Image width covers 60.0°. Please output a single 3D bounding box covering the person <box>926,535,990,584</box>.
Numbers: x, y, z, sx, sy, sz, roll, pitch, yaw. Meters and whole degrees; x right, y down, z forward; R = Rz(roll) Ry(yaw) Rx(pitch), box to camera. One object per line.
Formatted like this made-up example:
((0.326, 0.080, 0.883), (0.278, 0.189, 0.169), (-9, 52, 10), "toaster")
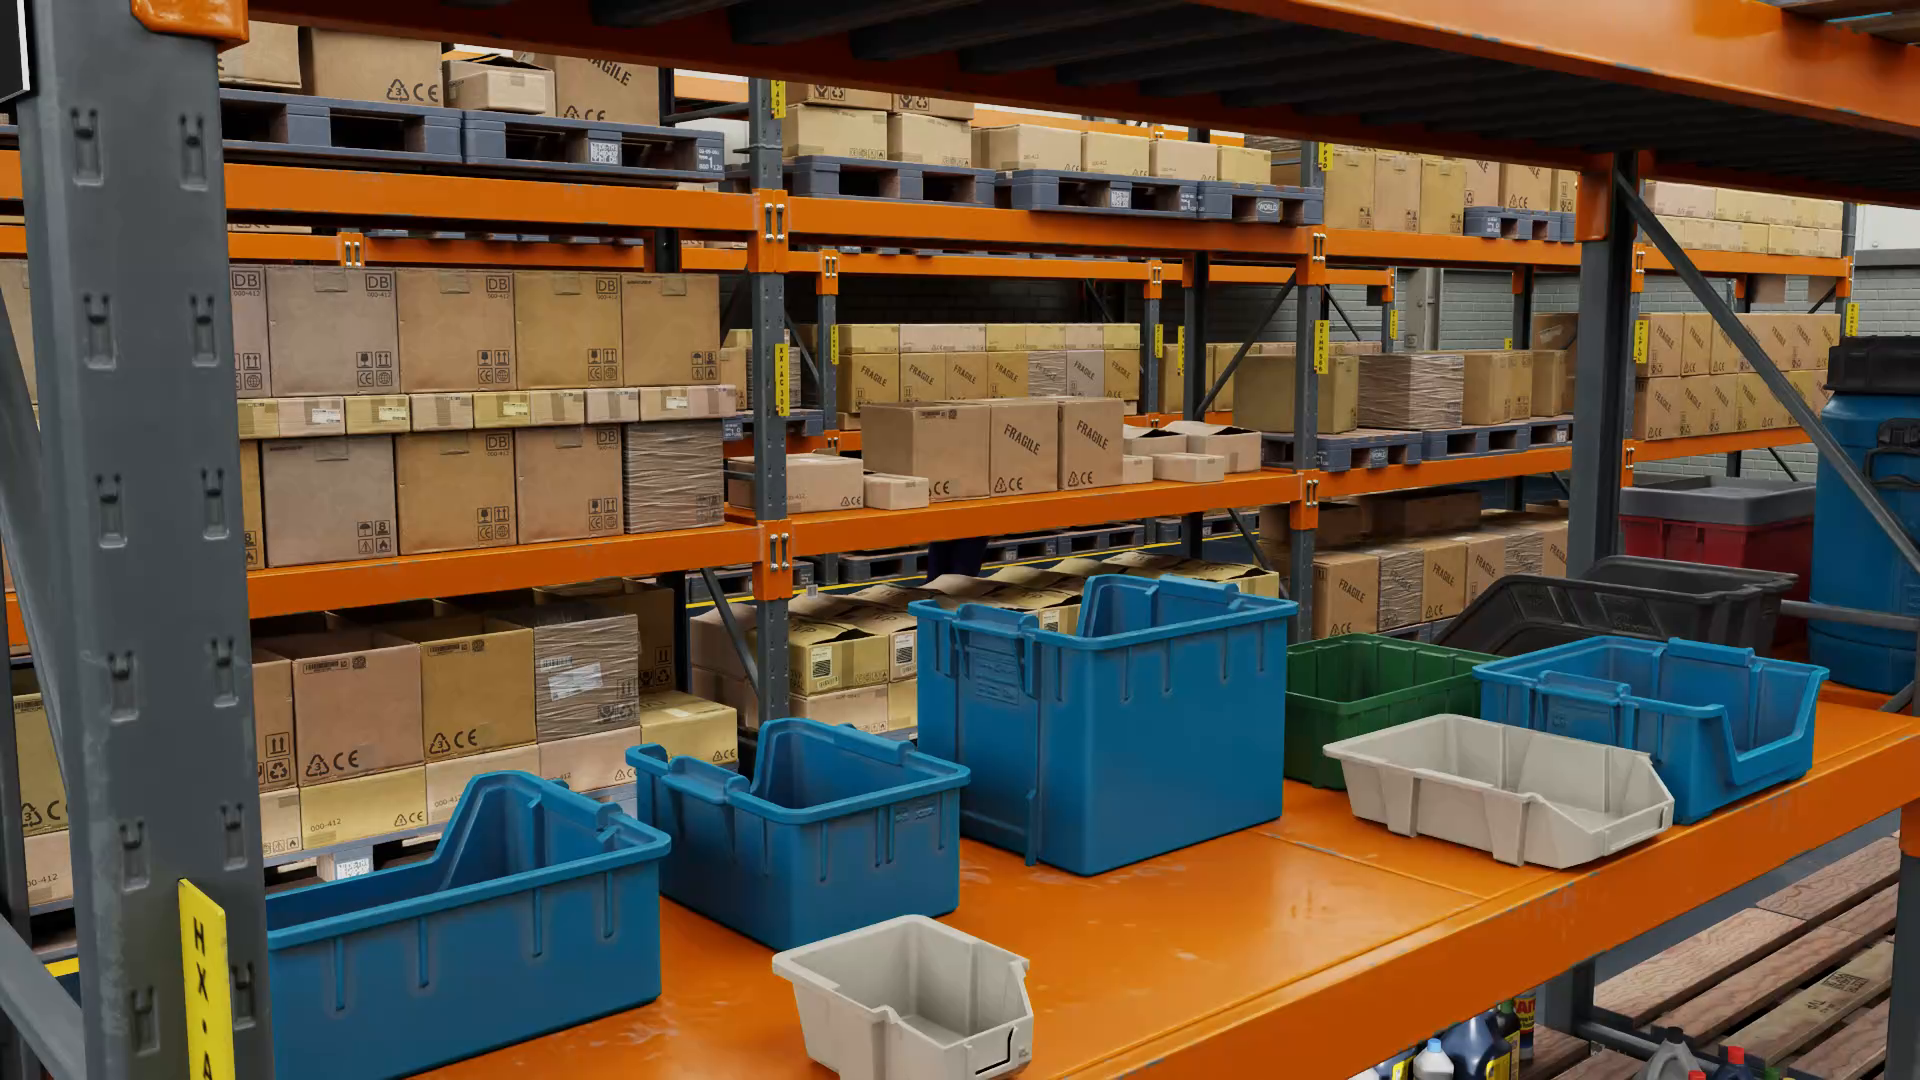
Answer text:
((-0.036, 0.281, 11.106), (0.413, 1.030, 0.412), (-7, 10, -41), "person")
